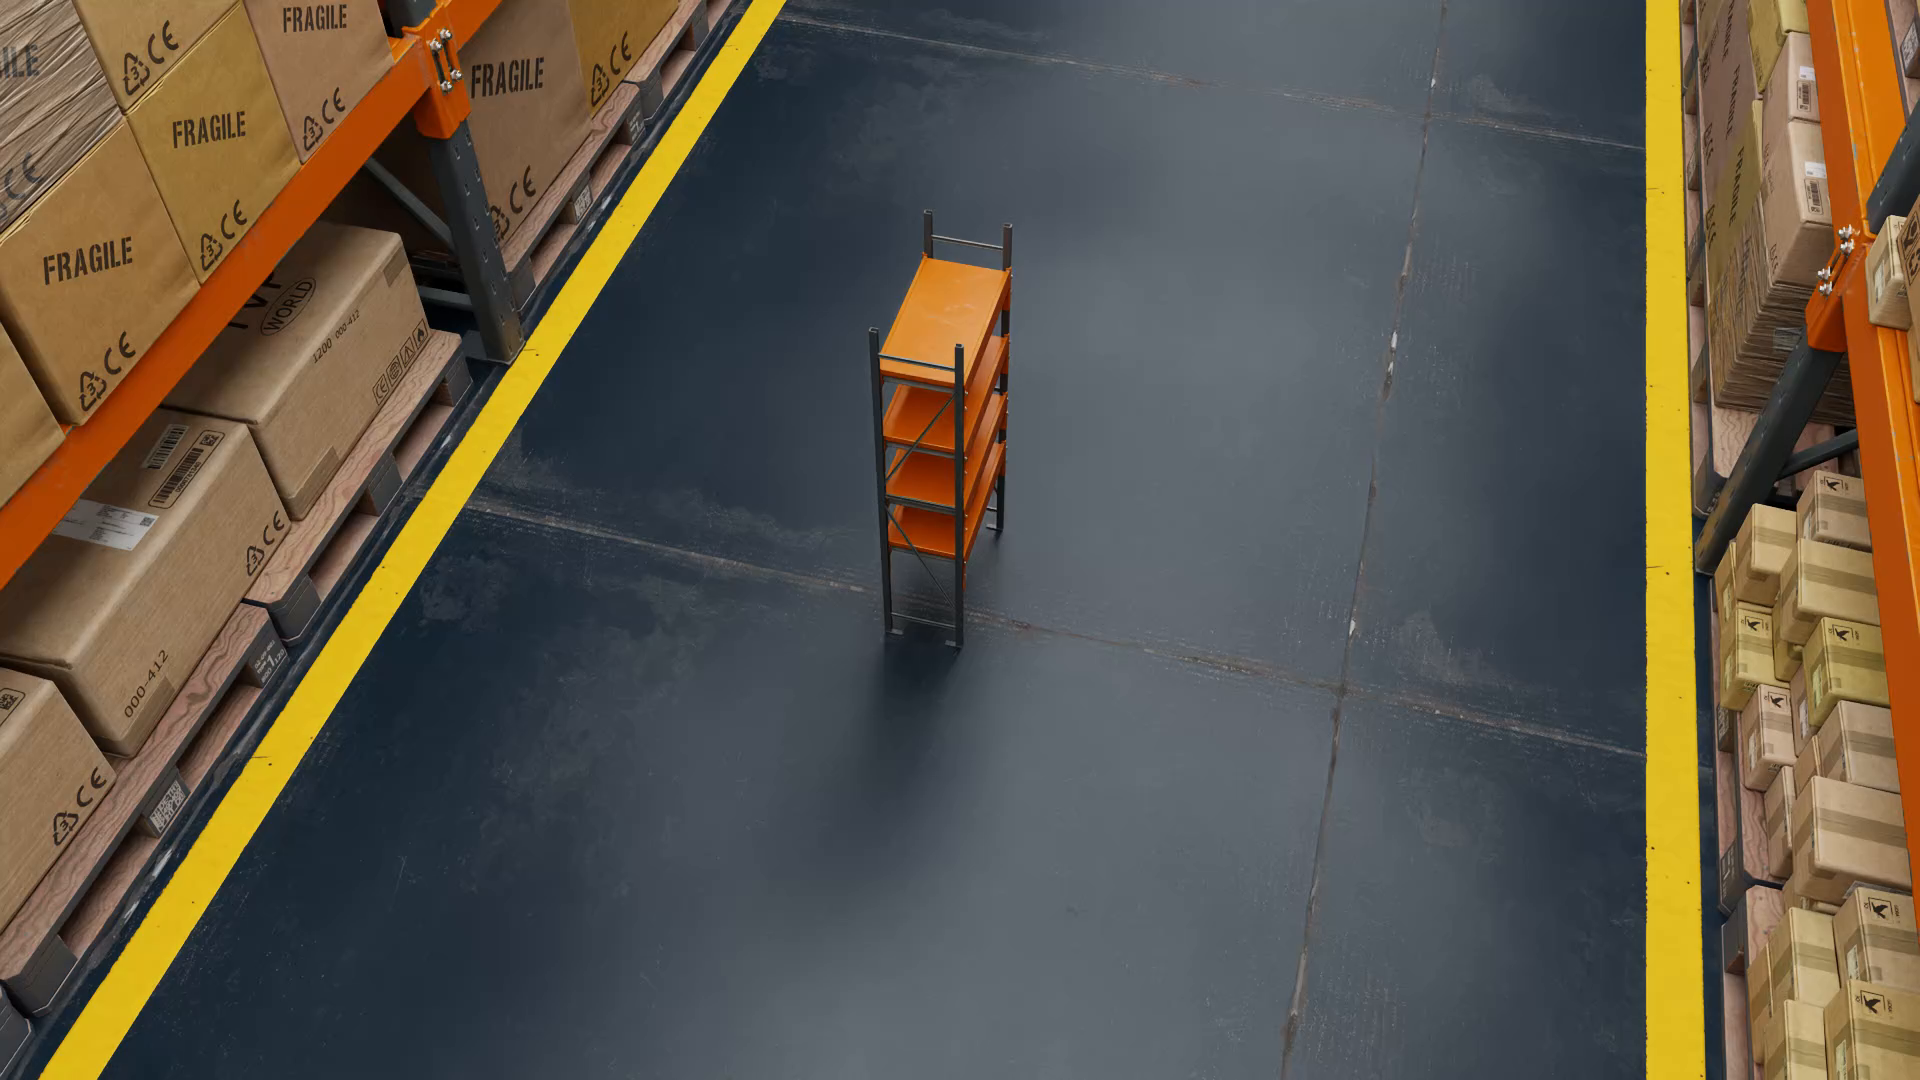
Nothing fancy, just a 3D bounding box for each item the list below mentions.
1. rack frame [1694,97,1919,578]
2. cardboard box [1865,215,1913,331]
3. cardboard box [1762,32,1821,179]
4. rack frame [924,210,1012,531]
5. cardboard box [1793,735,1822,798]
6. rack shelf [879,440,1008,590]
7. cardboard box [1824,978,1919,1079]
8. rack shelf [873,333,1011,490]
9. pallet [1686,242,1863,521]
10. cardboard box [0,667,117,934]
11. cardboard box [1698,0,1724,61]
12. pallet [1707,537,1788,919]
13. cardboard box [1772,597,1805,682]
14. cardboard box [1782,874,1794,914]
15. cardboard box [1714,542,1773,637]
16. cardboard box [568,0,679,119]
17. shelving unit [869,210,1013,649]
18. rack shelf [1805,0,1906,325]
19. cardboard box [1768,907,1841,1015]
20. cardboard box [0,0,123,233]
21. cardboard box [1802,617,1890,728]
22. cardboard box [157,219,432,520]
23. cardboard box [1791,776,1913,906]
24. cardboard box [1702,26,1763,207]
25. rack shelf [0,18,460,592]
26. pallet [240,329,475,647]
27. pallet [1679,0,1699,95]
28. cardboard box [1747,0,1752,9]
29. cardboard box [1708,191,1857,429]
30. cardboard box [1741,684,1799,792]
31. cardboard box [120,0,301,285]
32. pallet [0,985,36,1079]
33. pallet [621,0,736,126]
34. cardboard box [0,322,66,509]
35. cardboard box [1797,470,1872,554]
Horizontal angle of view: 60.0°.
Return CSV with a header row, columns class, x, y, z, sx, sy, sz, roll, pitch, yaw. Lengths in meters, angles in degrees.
class,x,y,z,sx,sy,sz,roll,pitch,yaw
rack frame,2.776,-0.832,3.983,1.000,3.000,0.127,12,50,10
cardboard box,2.385,-0.608,3.954,0.380,0.149,0.250,13,50,11
cardboard box,2.876,-1.350,5.327,0.500,0.250,0.500,14,50,12
rack frame,0.021,-0.454,4.850,0.240,1.200,0.015,12,50,10
cardboard box,2.288,0.652,4.097,0.380,0.149,0.250,9,49,8
rack shelf,-0.044,-0.101,4.894,0.258,0.148,0.480,12,50,10
cardboard box,2.049,1.109,3.495,0.380,0.149,0.250,12,50,10
rack shelf,-0.044,-0.381,4.577,0.258,0.148,0.480,12,50,10
pallet,2.979,-0.473,5.526,1.003,0.211,1.213,12,50,10
cardboard box,-2.769,0.706,4.055,0.875,0.438,0.875,13,50,11
cardboard box,3.267,-2.211,6.588,0.500,0.500,0.500,12,50,10
pallet,2.633,0.584,4.594,1.003,0.211,1.213,12,50,10
cardboard box,2.392,0.274,4.431,0.380,0.149,0.250,12,50,10
cardboard box,2.229,0.950,4.032,0.380,0.149,0.250,10,49,8
cardboard box,2.370,0.173,4.718,0.380,0.149,0.250,10,49,8
cardboard box,-1.710,-2.291,6.408,0.875,0.875,0.875,13,50,11
shelving unit,-0.044,-0.277,4.694,0.258,1.200,0.503,12,50,10
rack shelf,3.302,-2.040,5.530,1.077,0.370,4.000,12,50,10
cardboard box,2.066,1.016,3.775,0.380,0.149,0.250,11,50,10
cardboard box,-2.150,-0.968,3.370,0.500,0.500,0.500,12,50,11
cardboard box,2.336,0.364,4.152,0.380,0.149,0.250,11,49,10
cardboard box,-2.295,-0.594,5.202,0.875,0.438,0.875,11,49,9
cardboard box,2.144,0.725,3.834,0.380,0.149,0.250,13,50,11
cardboard box,3.002,-1.470,5.934,0.500,0.500,0.500,11,49,9
rack shelf,-2.553,-0.051,3.774,1.077,0.370,4.000,12,50,10
pallet,-2.302,-0.278,5.355,1.003,0.211,1.213,12,50,10
pallet,3.621,-2.237,7.084,1.003,0.211,1.213,12,50,10
cardboard box,3.137,-2.112,6.000,0.500,0.250,0.500,12,50,10
cardboard box,2.727,-0.729,5.280,0.500,0.500,0.500,11,49,9
cardboard box,2.285,0.555,4.381,0.380,0.149,0.250,11,50,10
cardboard box,-2.032,-1.009,4.074,0.500,0.500,0.500,10,49,9
pallet,-2.944,1.487,3.797,1.003,0.211,1.213,12,50,10
pallet,-1.577,-2.271,7.114,1.003,0.211,1.213,12,50,10
cardboard box,-2.303,-0.267,3.419,0.500,0.500,0.500,13,50,11
cardboard box,2.485,-0.016,4.488,0.380,0.149,0.250,13,50,12
